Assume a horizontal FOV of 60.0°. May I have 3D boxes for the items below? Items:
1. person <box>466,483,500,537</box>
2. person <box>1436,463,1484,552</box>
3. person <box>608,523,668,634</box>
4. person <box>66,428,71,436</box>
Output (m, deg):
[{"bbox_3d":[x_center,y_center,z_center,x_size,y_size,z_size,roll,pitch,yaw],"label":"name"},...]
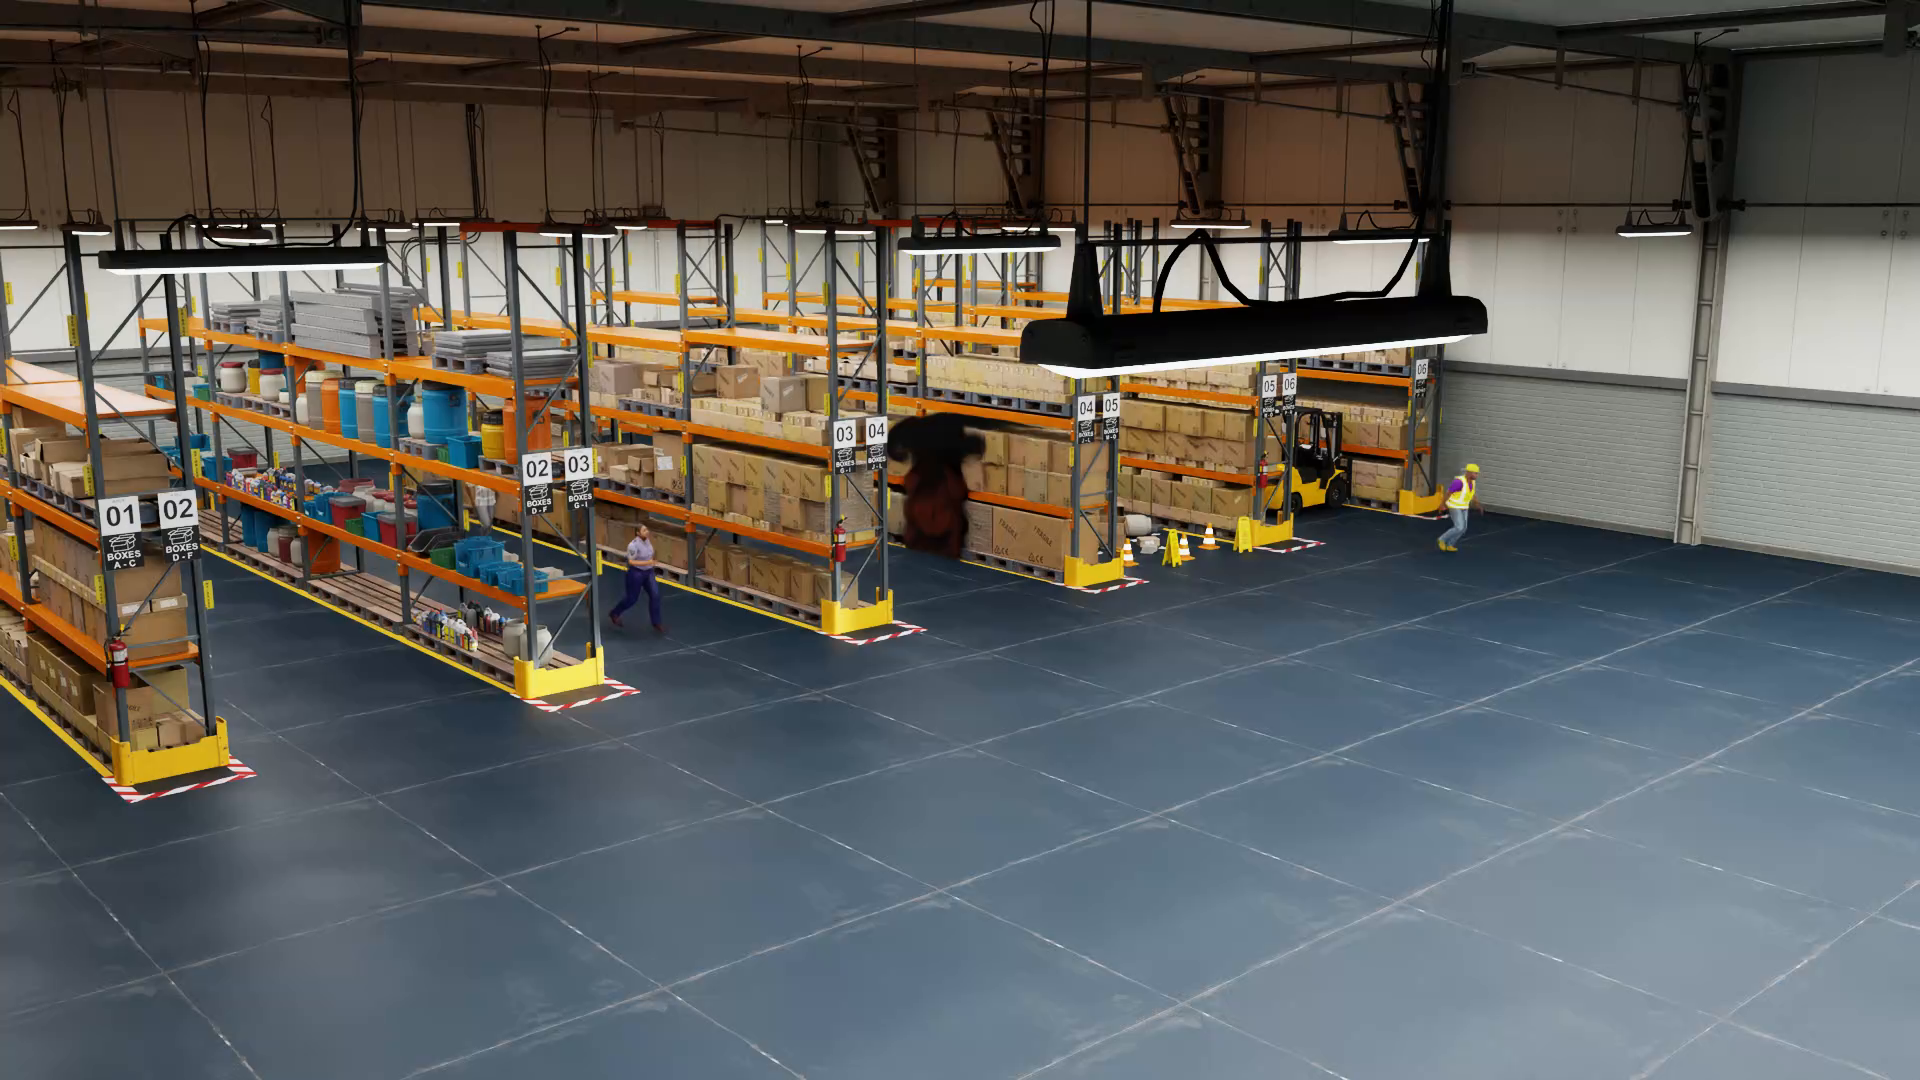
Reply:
[{"bbox_3d":[-8.743,-0.613,30.683,0.582,1.729,0.723,-9,15,-39],"label":"person"},{"bbox_3d":[9.176,-0.595,30.497,0.688,1.664,0.659,-9,15,-38],"label":"person"},{"bbox_3d":[-4.835,0.569,24.954,0.934,1.667,0.595,7,13,30],"label":"person"},{"bbox_3d":[-18.629,-1.436,34.619,0.888,1.792,0.647,-7,14,-32],"label":"person"}]
